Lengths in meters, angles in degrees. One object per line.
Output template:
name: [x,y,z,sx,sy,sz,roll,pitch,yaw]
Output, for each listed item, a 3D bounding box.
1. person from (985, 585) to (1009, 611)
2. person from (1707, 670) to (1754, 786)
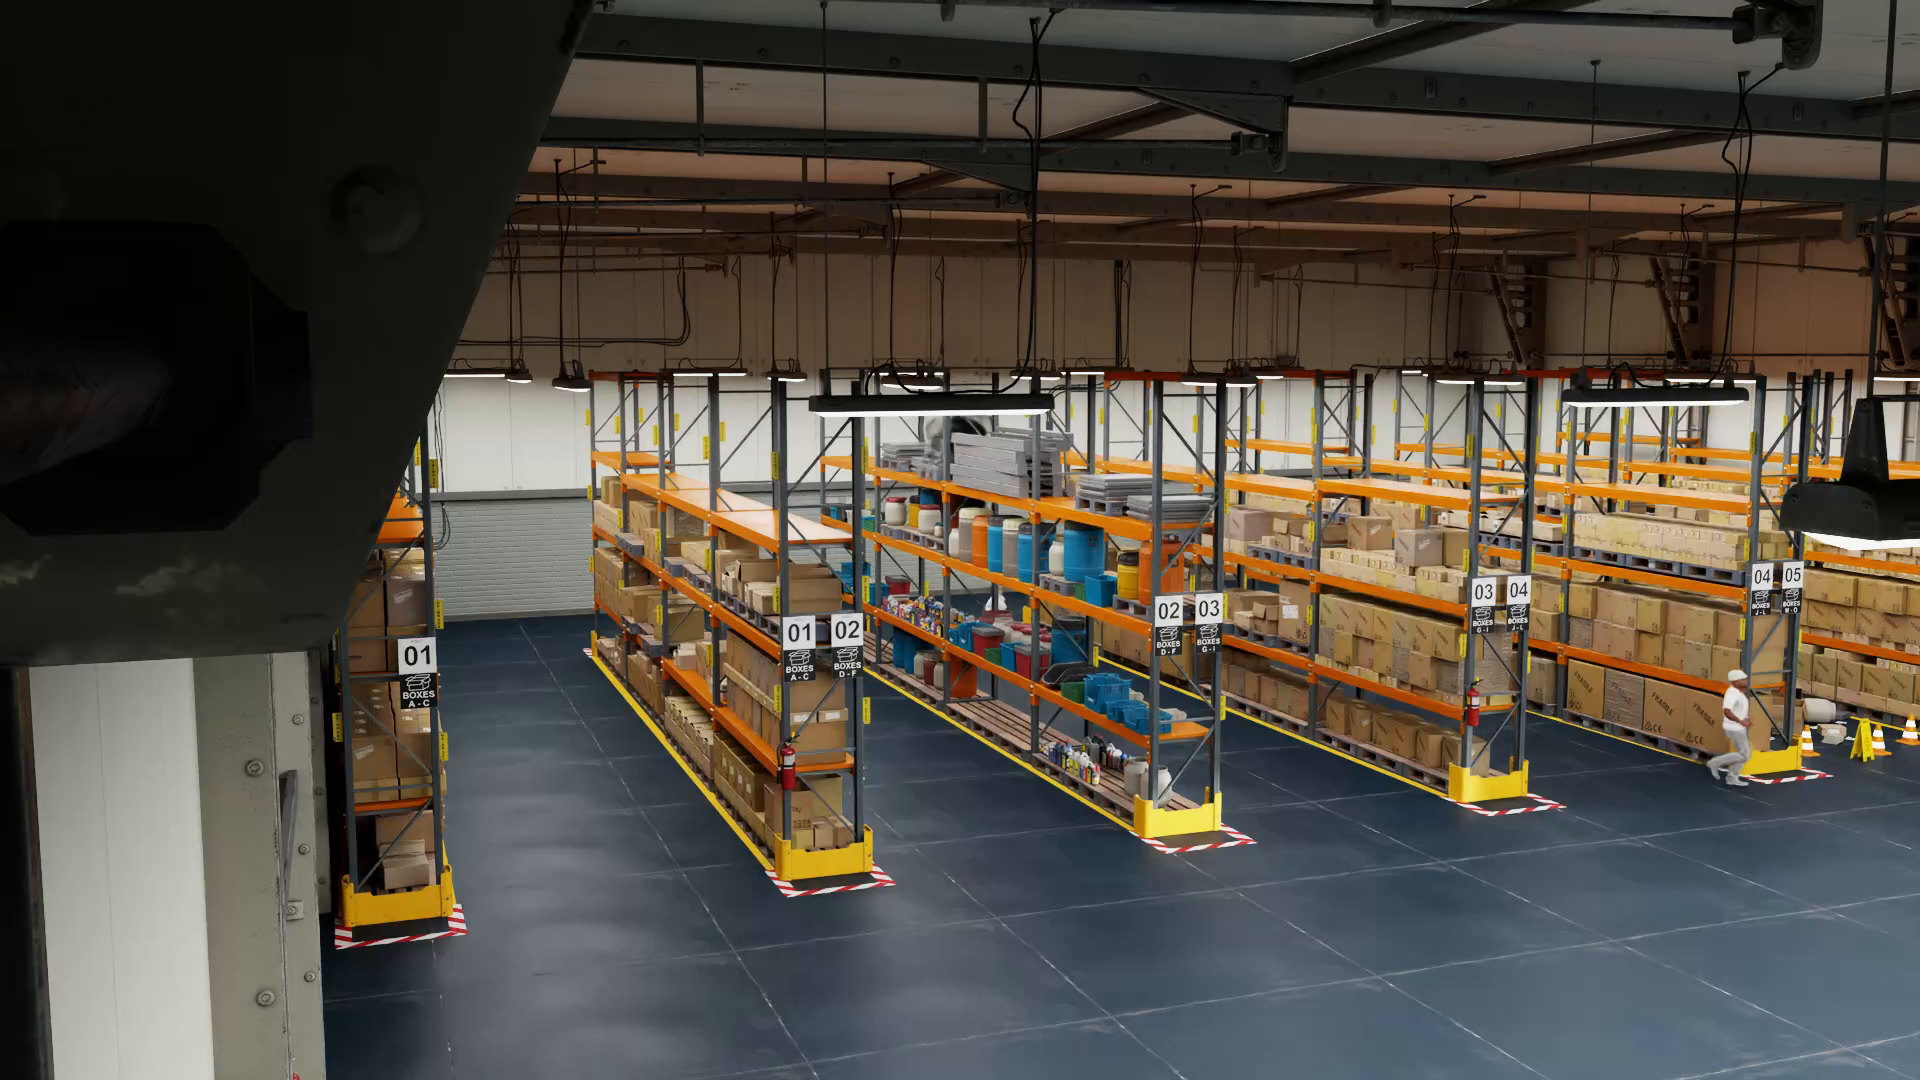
person: [0.764,1.665,33.967,0.626,1.583,0.838,-5,8,-37]
person: [11.342,2.751,24.432,0.597,1.722,0.689,3,7,28]
